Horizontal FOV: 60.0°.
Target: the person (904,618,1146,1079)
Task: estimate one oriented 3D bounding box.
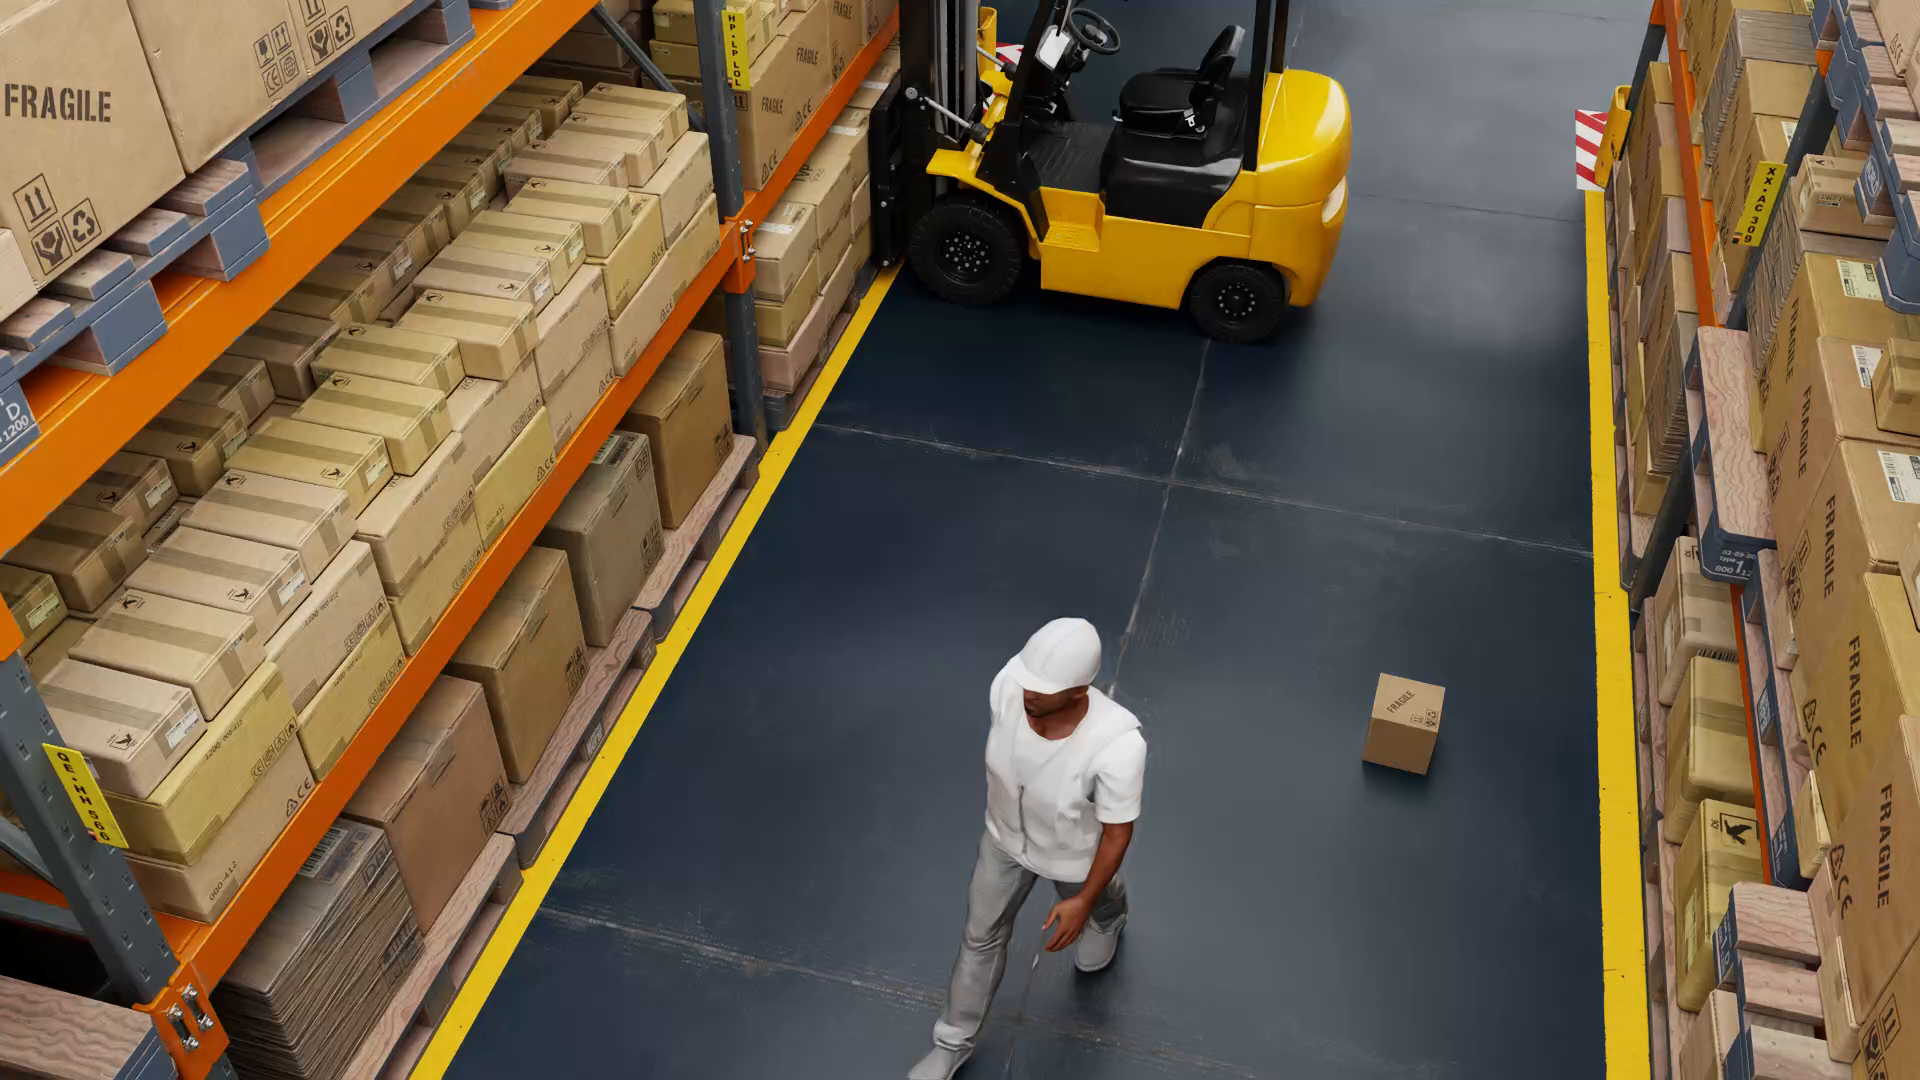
[{"bbox_3d":[0.232,0.935,5.030,0.580,1.703,1.053,25,47,26],"label":"person"}]
